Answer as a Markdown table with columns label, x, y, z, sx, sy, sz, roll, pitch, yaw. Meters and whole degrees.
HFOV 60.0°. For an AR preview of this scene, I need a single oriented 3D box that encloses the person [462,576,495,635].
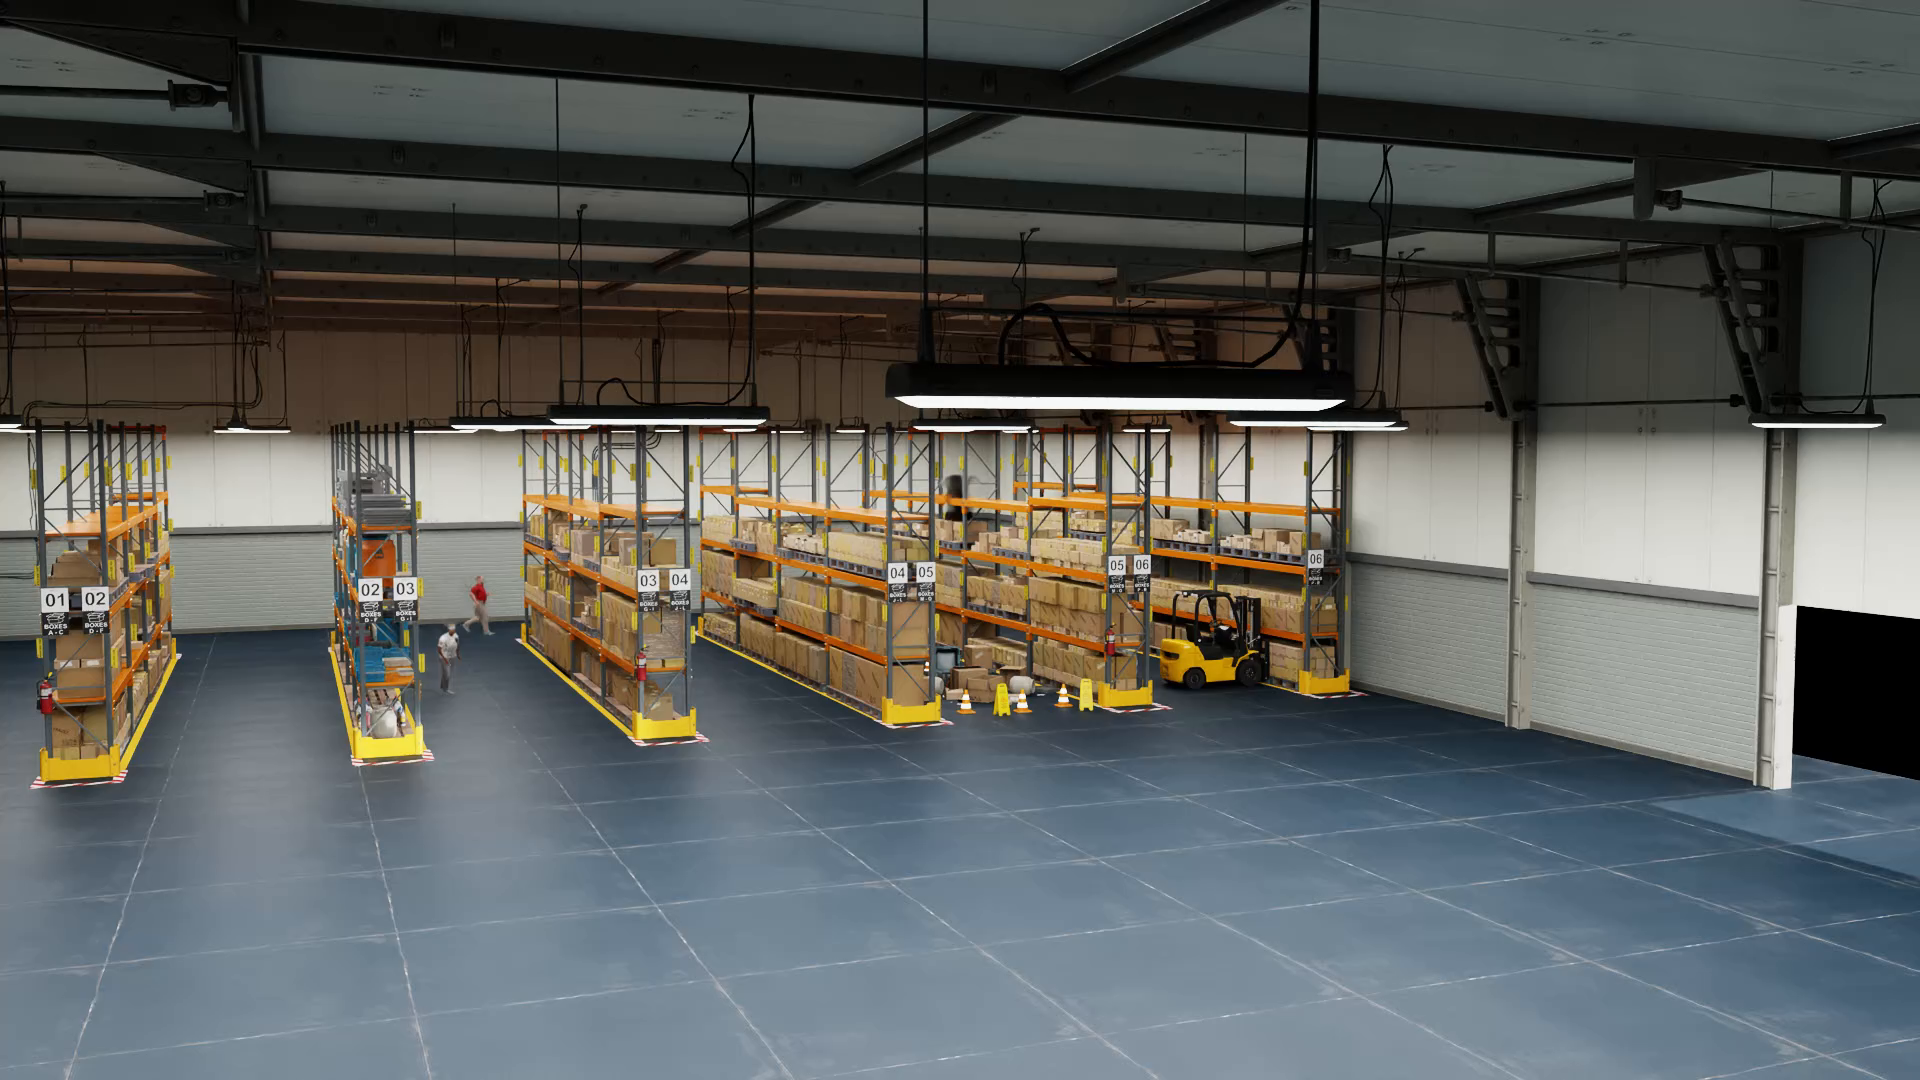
| label | x | y | z | sx | sy | sz | roll | pitch | yaw |
| --- | --- | --- | --- | --- | --- | --- | --- | --- | --- |
| person | -13.782 | 1.877 | 47.594 | 0.913 | 1.708 | 0.658 | -1 | 4 | -12 |

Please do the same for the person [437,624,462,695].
| label | x | y | z | sx | sy | sz | roll | pitch | yaw |
| --- | --- | --- | --- | --- | --- | --- | --- | --- | --- |
| person | -11.395 | 2.630 | 36.925 | 0.767 | 1.621 | 0.588 | 2 | 4 | 32 |

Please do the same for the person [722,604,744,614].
| label | x | y | z | sx | sy | sz | roll | pitch | yaw |
| --- | --- | --- | --- | --- | --- | --- | --- | --- | --- |
| person | -6.874 | 1.755 | 49.961 | 0.907 | 1.649 | 0.592 | -3 | 5 | -43 |
